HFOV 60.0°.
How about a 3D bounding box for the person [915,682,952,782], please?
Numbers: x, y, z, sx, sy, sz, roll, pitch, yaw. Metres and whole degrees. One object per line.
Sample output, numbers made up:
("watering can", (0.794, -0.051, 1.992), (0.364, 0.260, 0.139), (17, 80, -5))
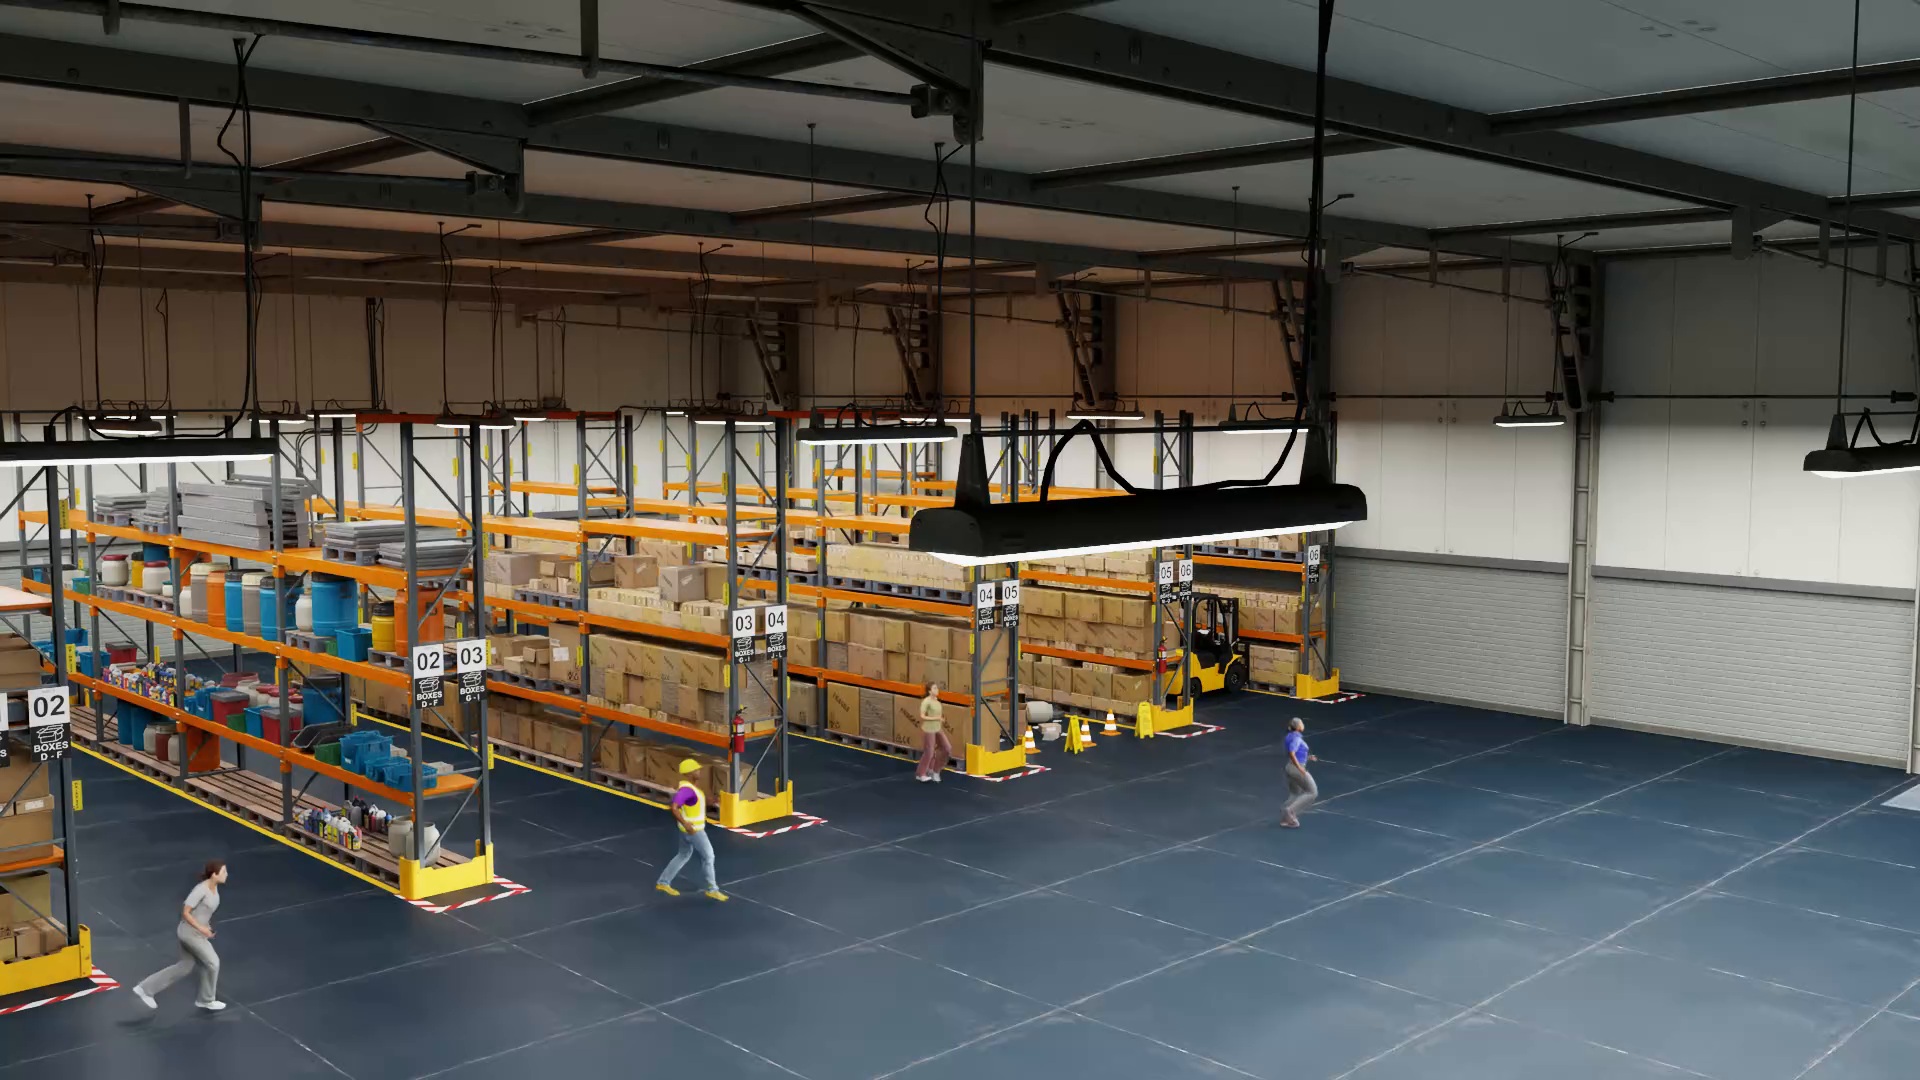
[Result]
("person", (-0.438, 3.147, 27.183), (0.598, 1.681, 0.590), (3, 6, 32))

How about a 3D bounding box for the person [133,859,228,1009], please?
("person", (-7.994, 4.076, 17.073), (0.931, 1.584, 0.534), (-1, 5, -11))

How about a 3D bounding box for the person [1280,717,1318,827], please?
("person", (4.991, 3.401, 24.392), (0.576, 1.615, 0.560), (-1, 5, -13))

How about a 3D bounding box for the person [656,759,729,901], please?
("person", (-3.356, 3.629, 20.772), (0.893, 1.799, 0.686), (-2, 5, -18))
